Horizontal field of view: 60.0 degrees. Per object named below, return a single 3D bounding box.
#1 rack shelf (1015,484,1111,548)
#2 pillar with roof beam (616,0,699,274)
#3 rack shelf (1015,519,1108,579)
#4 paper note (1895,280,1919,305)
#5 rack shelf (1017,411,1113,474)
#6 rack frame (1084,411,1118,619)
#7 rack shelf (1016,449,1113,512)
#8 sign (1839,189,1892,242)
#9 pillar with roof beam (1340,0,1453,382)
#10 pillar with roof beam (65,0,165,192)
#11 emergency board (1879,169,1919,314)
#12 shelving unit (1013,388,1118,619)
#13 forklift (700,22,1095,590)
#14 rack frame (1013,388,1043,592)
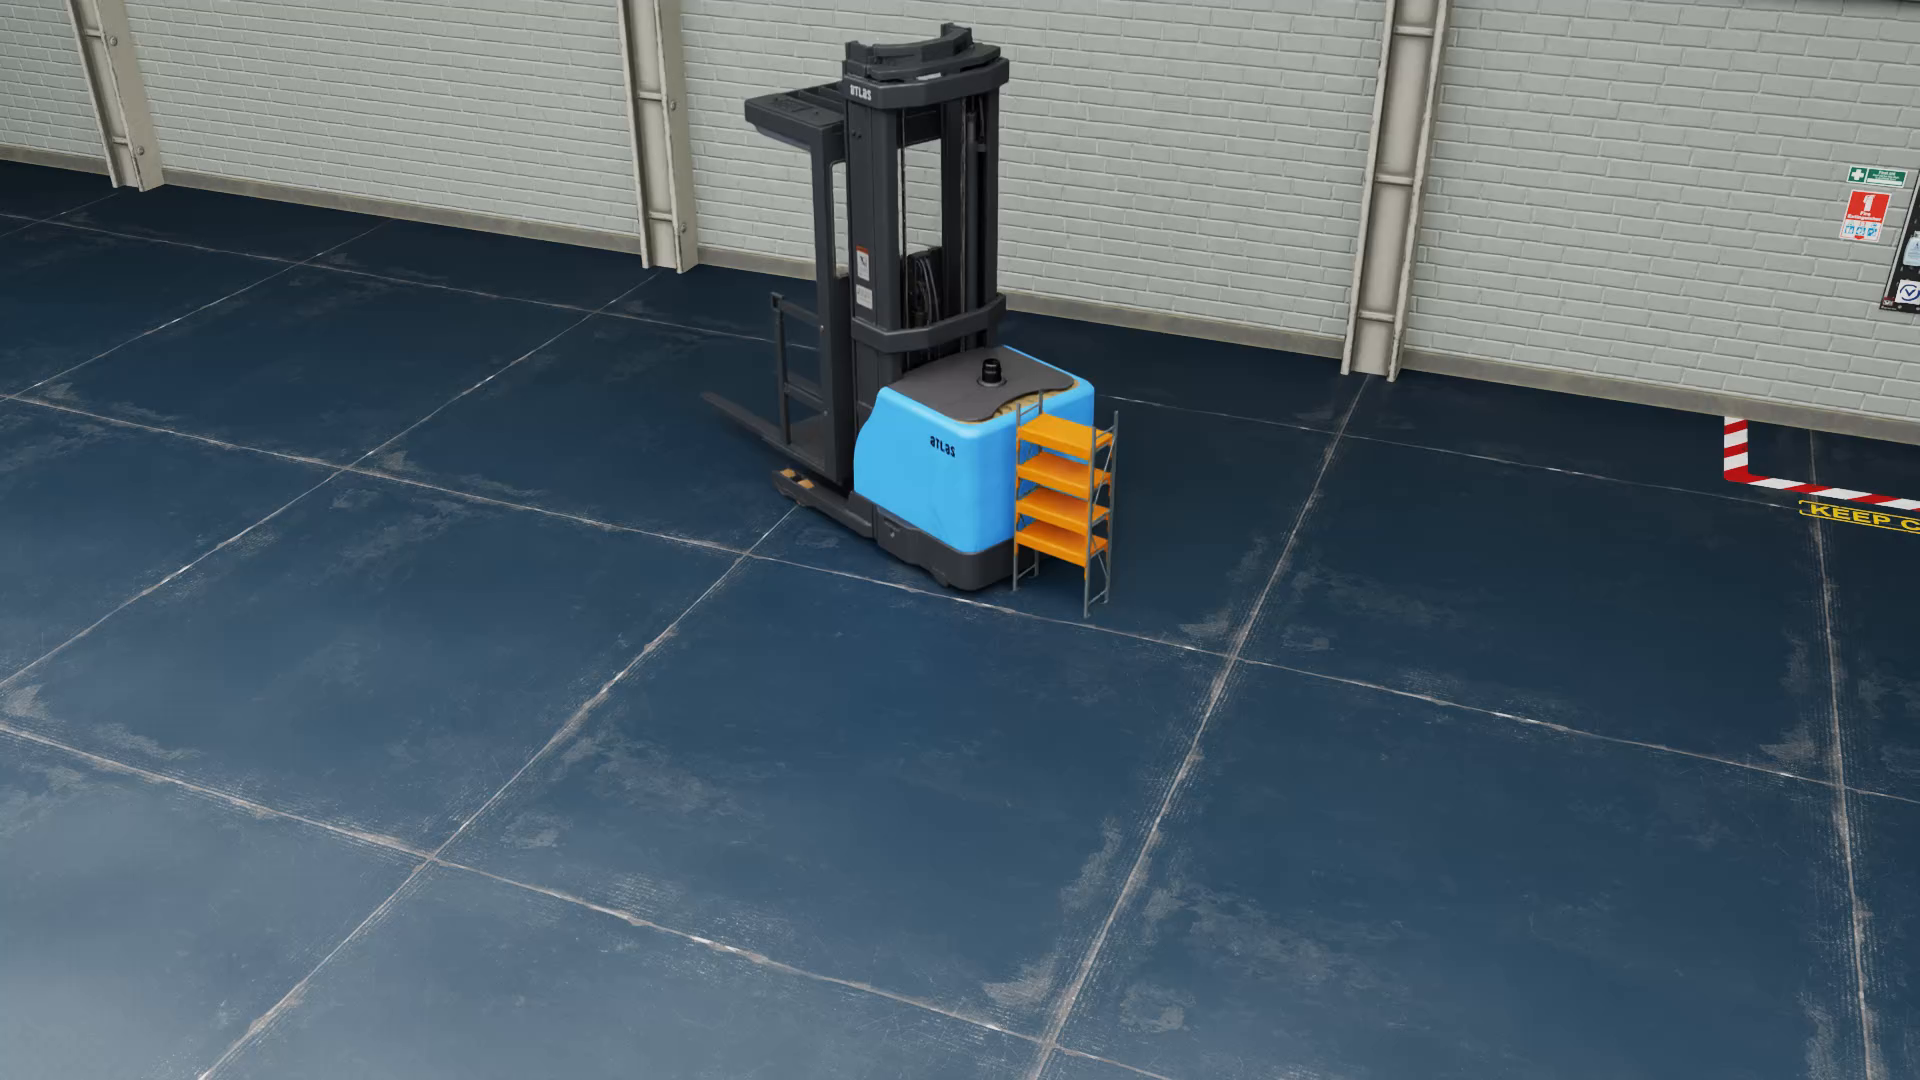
[{"bbox_3d":[0.580,-0.137,9.321,0.480,0.148,0.258,20,35,31],"label":"rack shelf"},{"bbox_3d":[-4.113,-4.333,8.682,0.400,9.000,9.100,11,31,19],"label":"pillar with roof beam"},{"bbox_3d":[0.580,0.036,9.419,0.480,0.148,0.258,20,35,31],"label":"rack shelf"},{"bbox_3d":[6.212,-1.620,10.874,0.142,0.148,0.016,11,31,19],"label":"paper note"},{"bbox_3d":[0.580,-0.538,9.095,0.480,0.148,0.258,20,35,31],"label":"rack shelf"},{"bbox_3d":[0.775,-0.124,9.161,0.015,1.200,0.240,20,35,31],"label":"rack frame"},{"bbox_3d":[0.580,-0.332,9.211,0.480,0.148,0.258,20,35,31],"label":"rack shelf"},{"bbox_3d":[5.876,-2.104,10.799,0.234,0.329,0.001,11,31,19],"label":"sign"},{"bbox_3d":[1.447,-3.223,6.718,0.400,9.000,9.100,11,31,19],"label":"pillar with roof beam"},{"bbox_3d":[-9.672,-5.443,10.646,0.400,9.000,9.100,11,31,19],"label":"pillar with roof beam"},{"bbox_3d":[6.349,-1.949,10.561,0.626,1.169,0.157,11,31,19],"label":"emergency board"},{"bbox_3d":[0.580,-0.196,9.288,0.503,1.200,0.258,20,35,31],"label":"shelving unit"},{"bbox_3d":[-0.551,-1.636,10.076,1.130,2.935,3.031,-23,37,-35],"label":"forklift"},{"bbox_3d":[0.384,-0.268,9.415,0.015,1.200,0.240,20,35,31],"label":"rack frame"}]
